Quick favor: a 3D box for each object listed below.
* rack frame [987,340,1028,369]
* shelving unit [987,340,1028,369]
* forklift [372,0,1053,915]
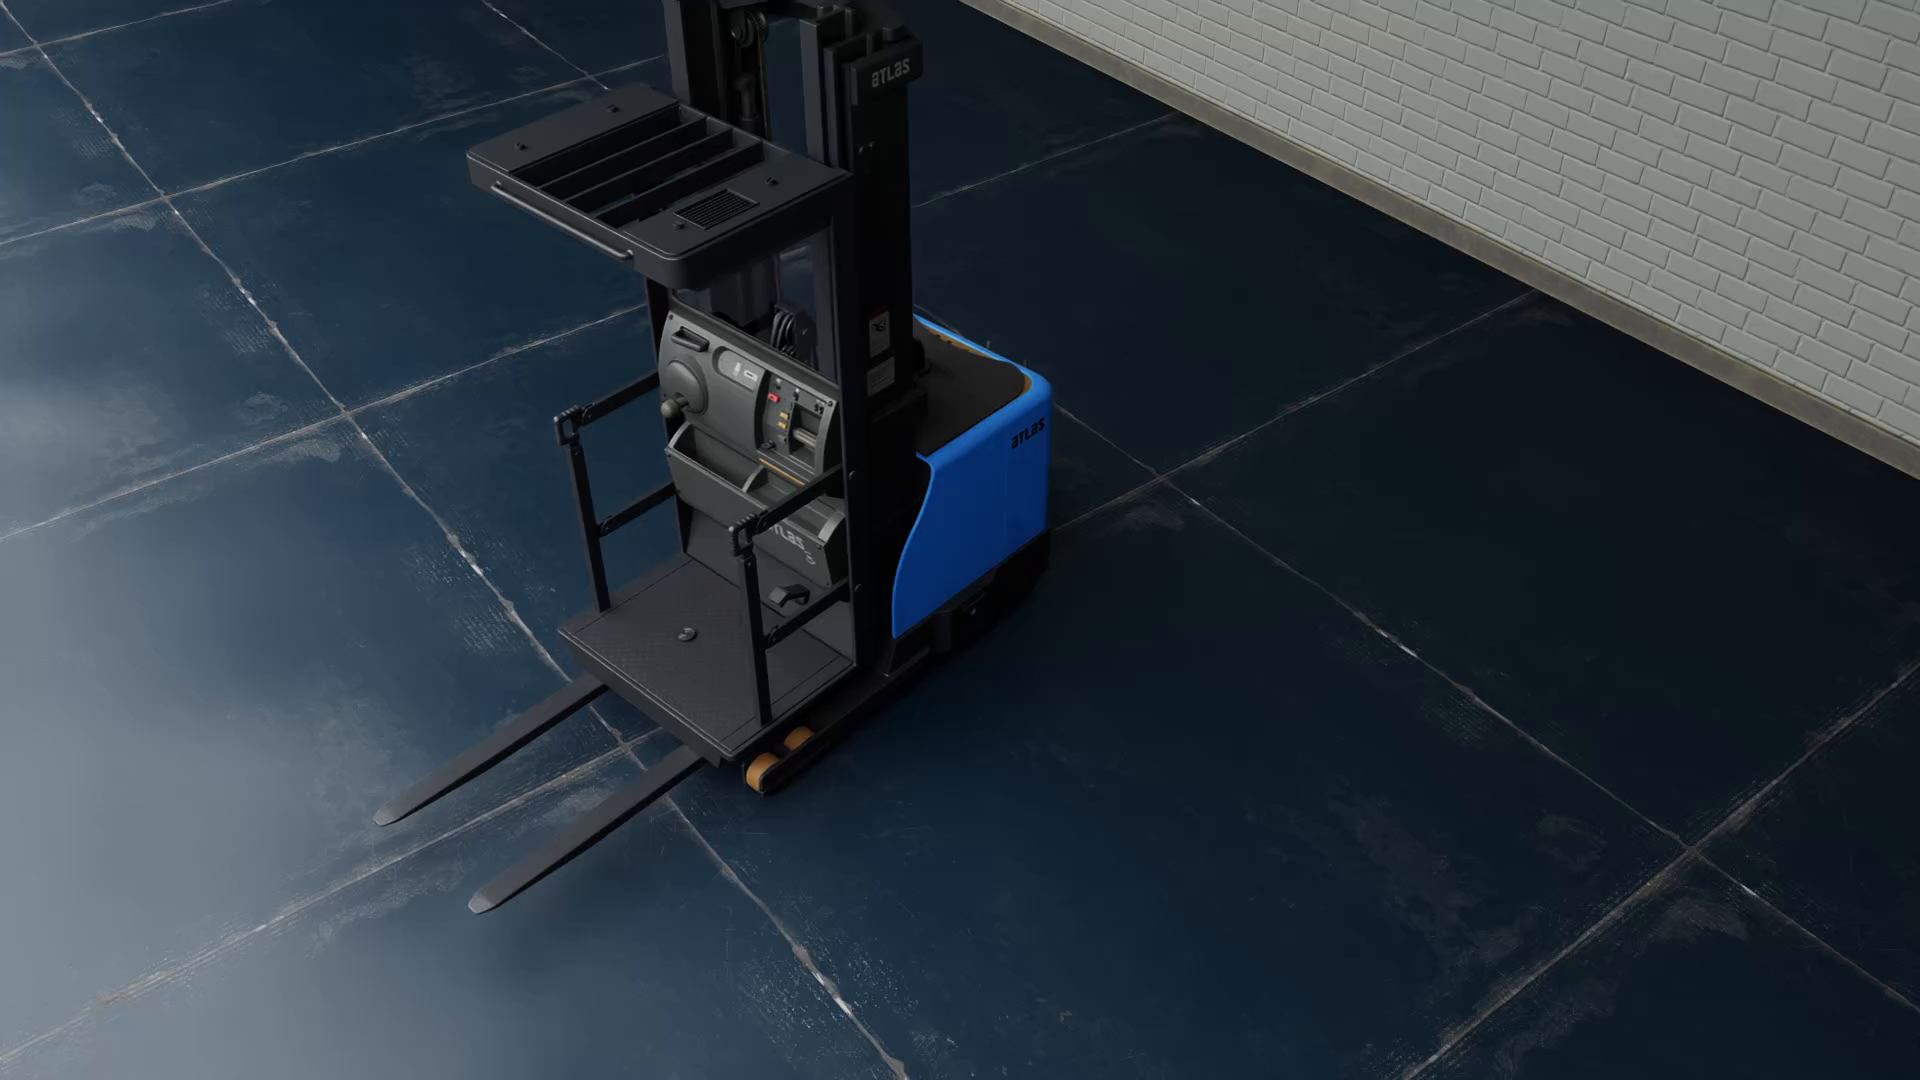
[{"bbox_3d":[0.213,-0.508,7.794,0.240,0.900,0.006,30,48,31],"label":"rack frame"},{"bbox_3d":[0.145,-0.461,7.735,0.258,0.900,0.210,30,48,31],"label":"shelving unit"},{"bbox_3d":[-0.952,-0.485,6.163,1.130,2.935,3.031,30,48,31],"label":"forklift"}]
